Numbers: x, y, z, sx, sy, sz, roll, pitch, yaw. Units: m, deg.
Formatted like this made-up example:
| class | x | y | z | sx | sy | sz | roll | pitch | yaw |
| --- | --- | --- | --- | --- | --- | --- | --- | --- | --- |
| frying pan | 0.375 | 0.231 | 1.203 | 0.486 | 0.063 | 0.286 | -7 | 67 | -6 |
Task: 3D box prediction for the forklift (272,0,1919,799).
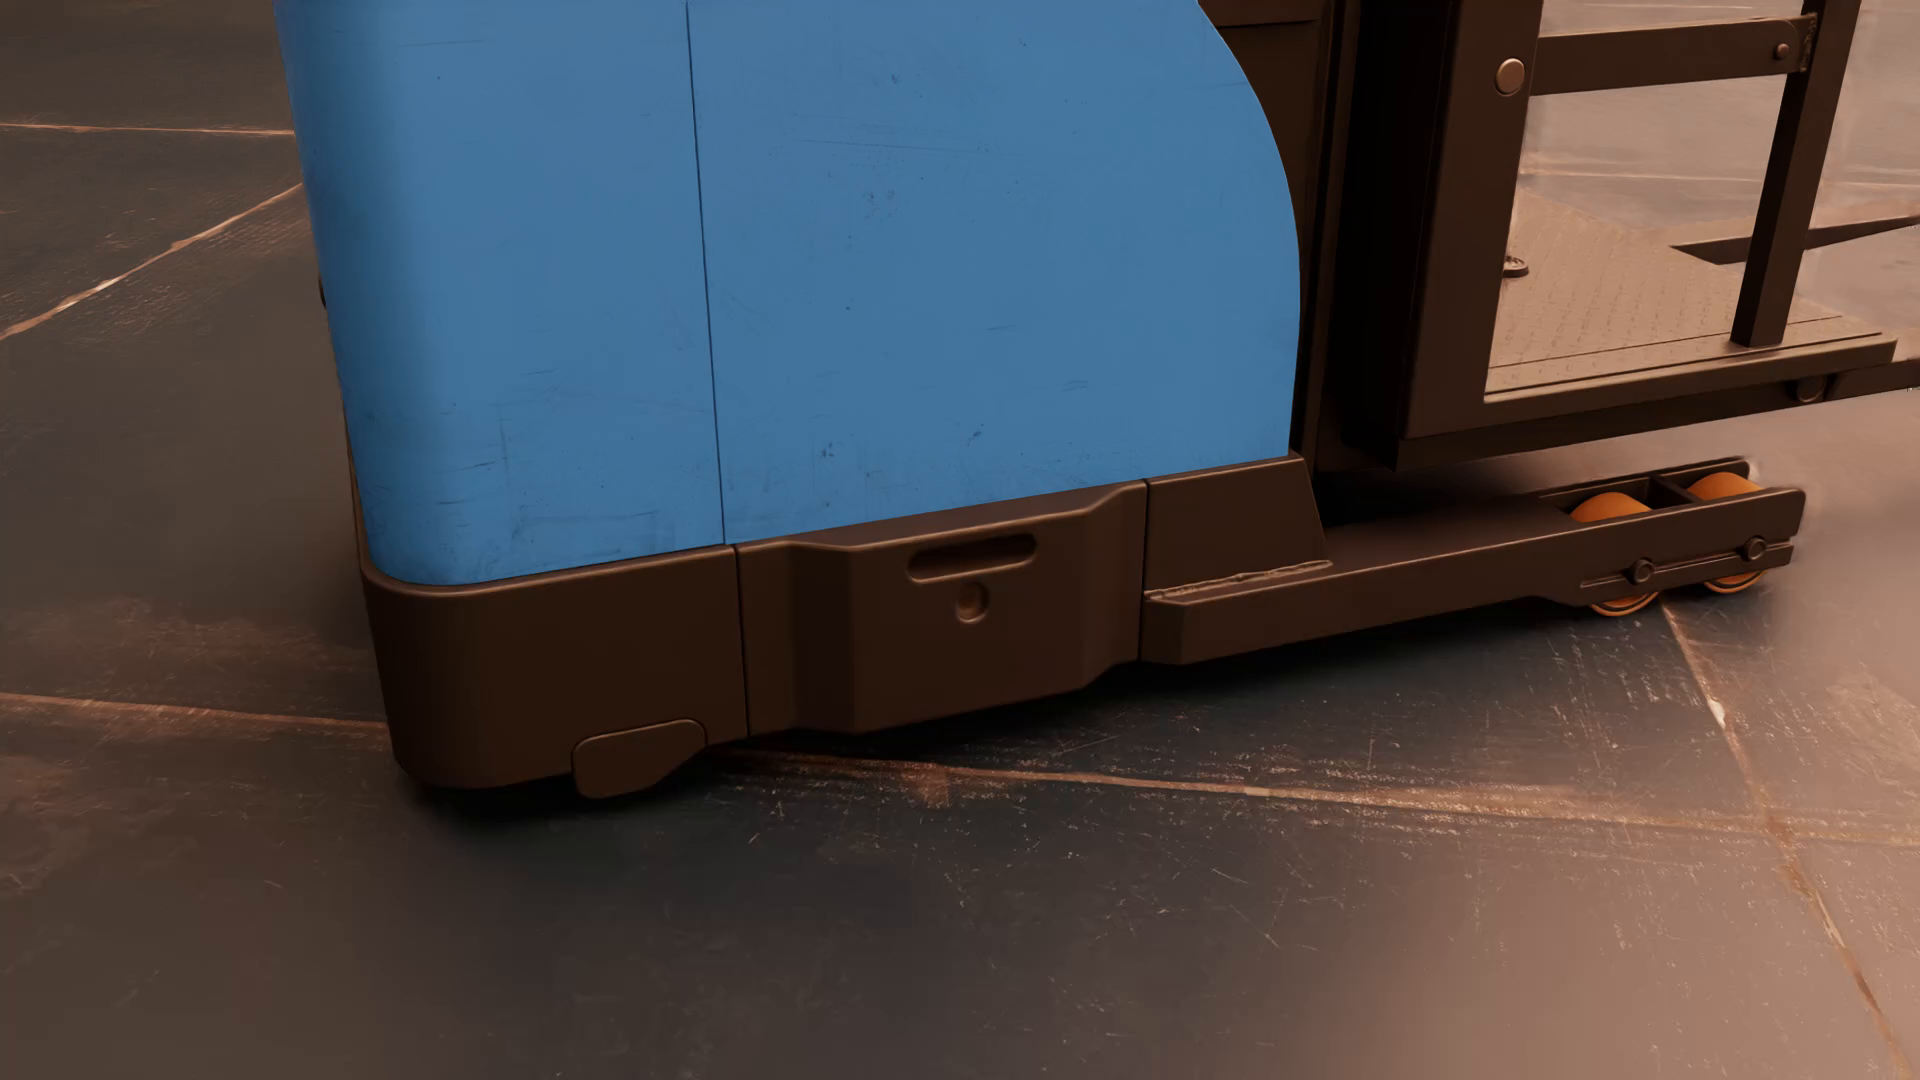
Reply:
| class | x | y | z | sx | sy | sz | roll | pitch | yaw |
| --- | --- | --- | --- | --- | --- | --- | --- | --- | --- |
| forklift | 0.643 | -1.418 | 2.059 | 3.031 | 2.935 | 1.130 | -9 | 28 | -18 |
